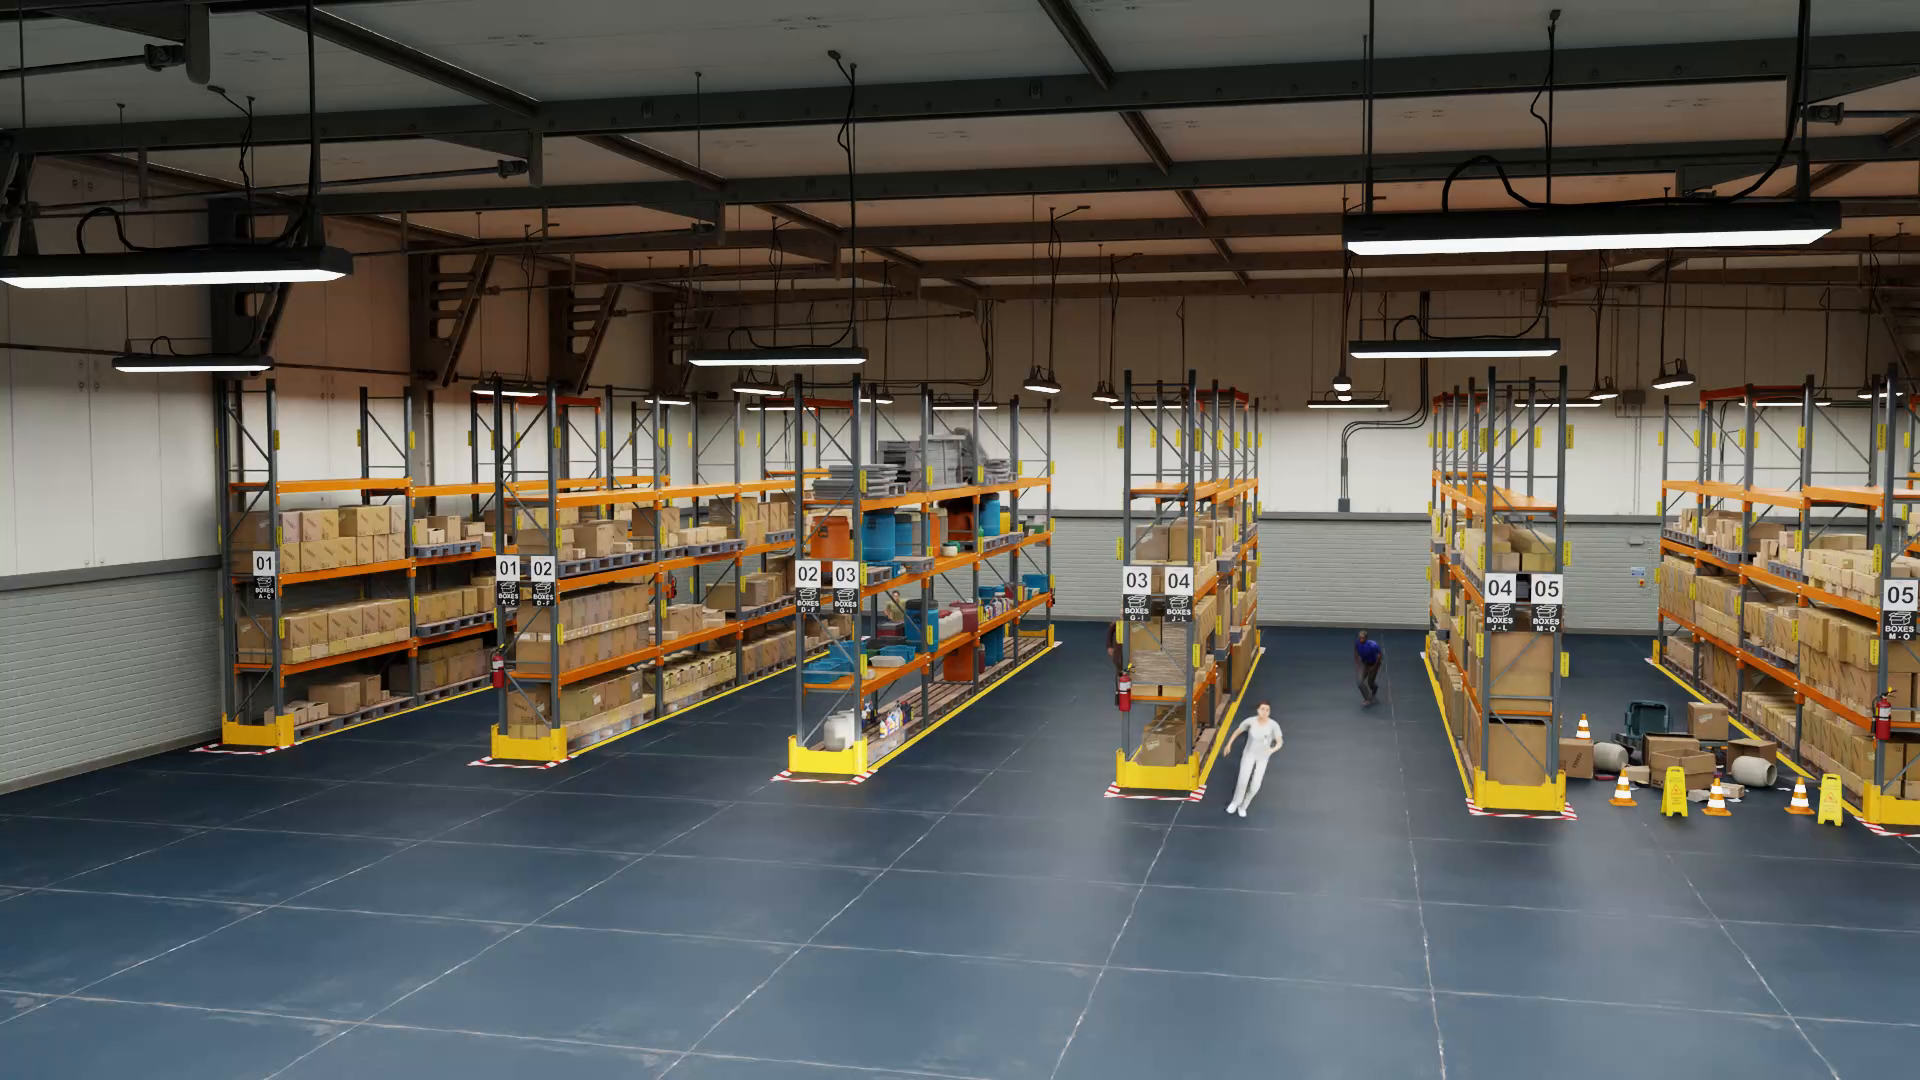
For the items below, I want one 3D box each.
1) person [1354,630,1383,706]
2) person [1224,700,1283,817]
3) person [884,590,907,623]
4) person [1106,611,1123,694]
[{"bbox_3d":[7.759,2.411,31.471,0.569,1.453,0.978,2,4,33],"label":"person"},{"bbox_3d":[3.915,2.910,22.072,0.734,1.589,0.617,0,3,-1],"label":"person"},{"bbox_3d":[-1.429,1.933,38.192,0.611,1.619,1.009,0,3,2],"label":"person"},{"bbox_3d":[3.219,2.205,32.524,0.700,1.704,0.717,0,3,2],"label":"person"}]
